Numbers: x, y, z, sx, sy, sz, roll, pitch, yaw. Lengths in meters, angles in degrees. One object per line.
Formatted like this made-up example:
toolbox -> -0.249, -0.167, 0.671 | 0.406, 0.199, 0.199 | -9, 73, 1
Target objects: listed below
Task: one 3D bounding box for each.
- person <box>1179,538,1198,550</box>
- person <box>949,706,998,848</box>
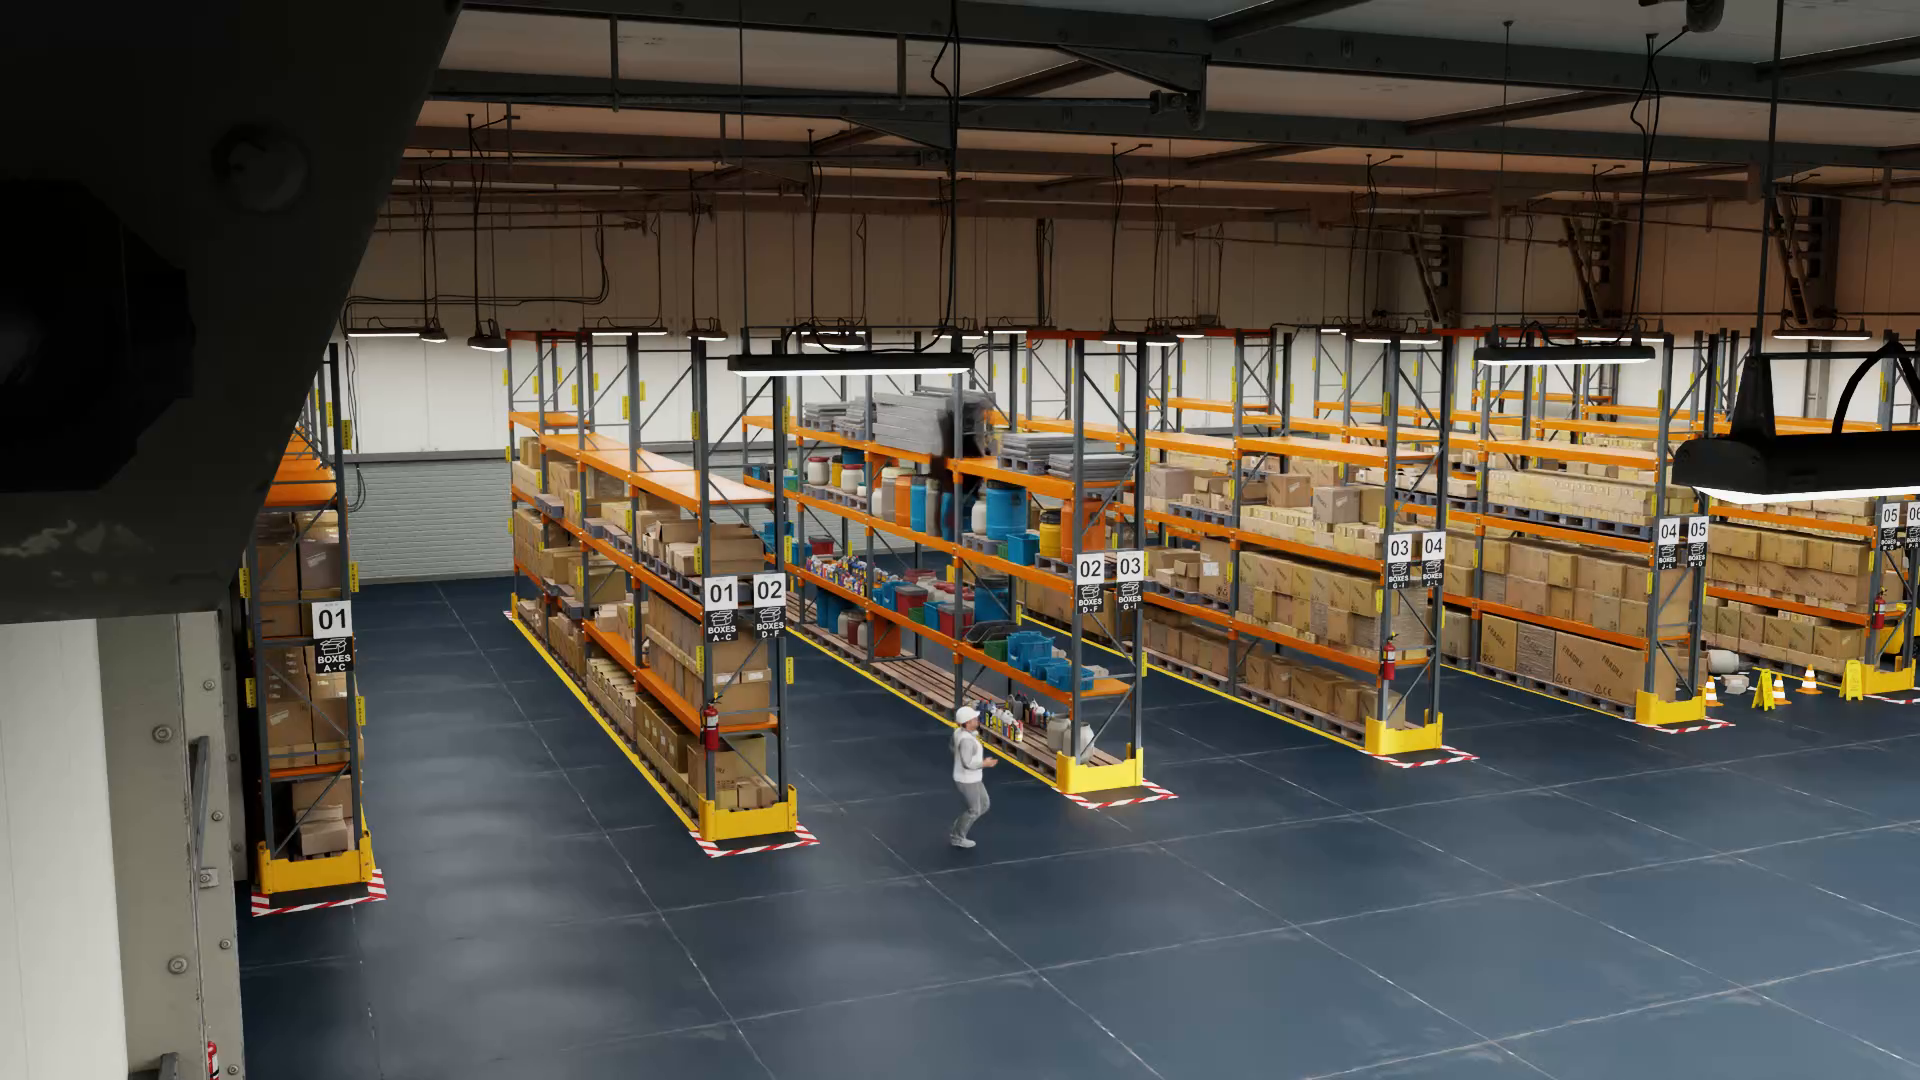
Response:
person -> 6.008, -0.493, 44.014 | 0.568, 1.674, 0.901 | 5, 9, 34
person -> 0.157, 2.816, 19.676 | 0.572, 1.744, 0.637 | 0, 8, -2
